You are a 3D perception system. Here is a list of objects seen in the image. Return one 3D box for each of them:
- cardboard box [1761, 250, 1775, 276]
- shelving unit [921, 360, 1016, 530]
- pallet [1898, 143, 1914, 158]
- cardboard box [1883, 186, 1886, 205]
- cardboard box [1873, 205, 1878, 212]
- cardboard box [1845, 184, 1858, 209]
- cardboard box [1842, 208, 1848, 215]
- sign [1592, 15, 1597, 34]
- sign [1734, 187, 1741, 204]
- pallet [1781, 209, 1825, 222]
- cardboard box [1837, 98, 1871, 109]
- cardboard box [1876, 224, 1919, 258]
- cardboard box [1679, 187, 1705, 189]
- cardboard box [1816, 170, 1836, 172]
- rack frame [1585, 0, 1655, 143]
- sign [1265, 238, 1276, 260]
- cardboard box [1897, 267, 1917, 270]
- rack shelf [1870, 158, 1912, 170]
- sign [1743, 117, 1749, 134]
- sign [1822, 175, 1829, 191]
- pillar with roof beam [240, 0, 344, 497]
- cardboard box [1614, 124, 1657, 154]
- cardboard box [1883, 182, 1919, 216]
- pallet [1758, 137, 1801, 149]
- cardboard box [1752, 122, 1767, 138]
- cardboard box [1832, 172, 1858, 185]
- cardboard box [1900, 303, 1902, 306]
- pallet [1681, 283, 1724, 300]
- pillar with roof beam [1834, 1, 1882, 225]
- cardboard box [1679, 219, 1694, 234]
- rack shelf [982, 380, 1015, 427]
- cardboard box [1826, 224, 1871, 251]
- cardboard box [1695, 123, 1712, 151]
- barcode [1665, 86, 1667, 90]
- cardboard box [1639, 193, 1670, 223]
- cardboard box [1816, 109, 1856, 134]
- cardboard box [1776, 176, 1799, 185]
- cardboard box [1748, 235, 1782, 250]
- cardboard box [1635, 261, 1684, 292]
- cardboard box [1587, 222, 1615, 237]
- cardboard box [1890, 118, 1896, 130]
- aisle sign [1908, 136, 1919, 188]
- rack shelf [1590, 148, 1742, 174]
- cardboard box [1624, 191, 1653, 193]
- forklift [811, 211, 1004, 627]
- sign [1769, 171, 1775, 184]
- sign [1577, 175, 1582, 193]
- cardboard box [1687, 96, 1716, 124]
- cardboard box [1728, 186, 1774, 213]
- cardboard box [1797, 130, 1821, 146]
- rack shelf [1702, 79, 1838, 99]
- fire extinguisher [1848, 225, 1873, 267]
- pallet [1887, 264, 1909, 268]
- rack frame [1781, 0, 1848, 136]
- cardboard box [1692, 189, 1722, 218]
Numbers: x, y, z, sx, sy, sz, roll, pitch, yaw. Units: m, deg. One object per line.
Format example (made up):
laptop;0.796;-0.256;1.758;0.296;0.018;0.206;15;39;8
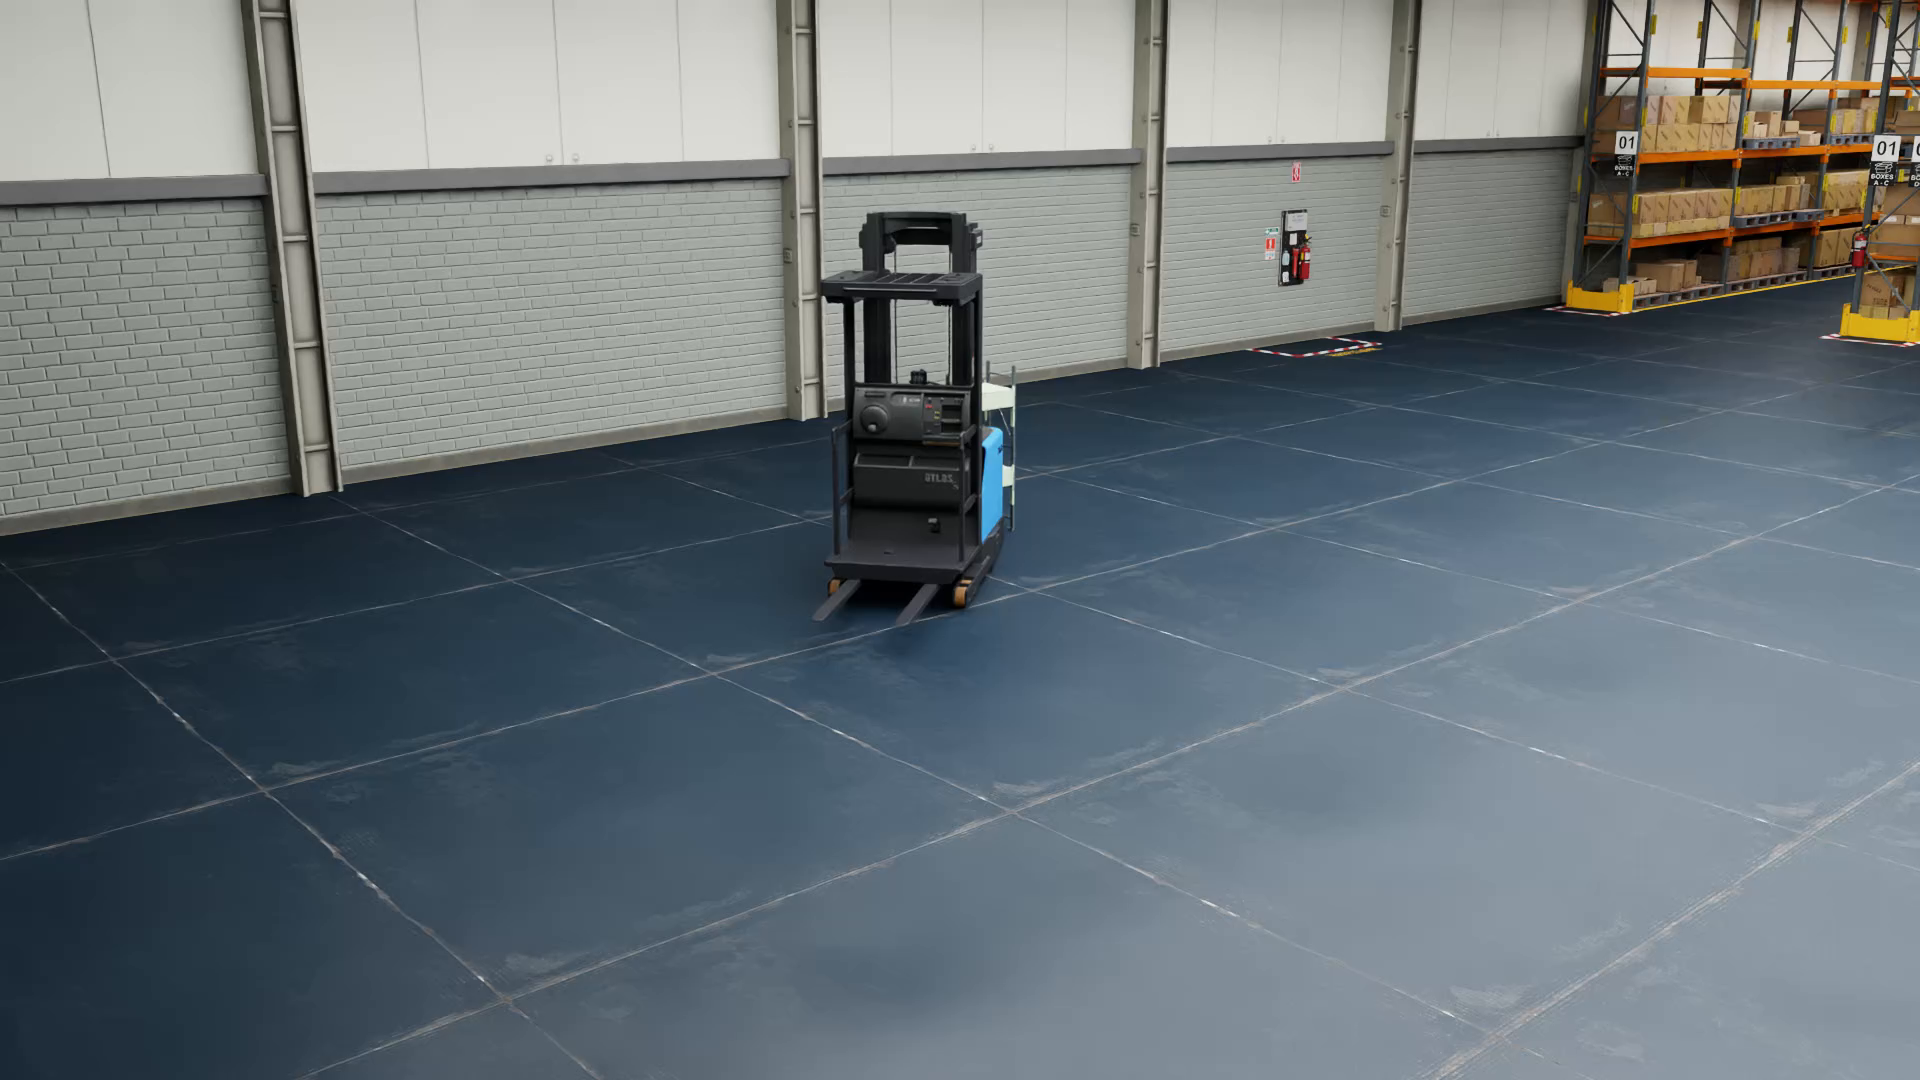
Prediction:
cardboard box;16.455;-5.786;34.592;0.500;0.500;0.700;-13;20;-40
shelving unit;0.076;-0.796;14.823;0.755;1.500;0.431;-11;19;-36
pallet;15.555;-6.270;26.770;1.213;0.211;1.003;-13;19;-39
cardboard box;20.620;-7.820;37.405;0.500;0.500;0.500;-13;20;-40
cardboard box;20.173;-7.383;37.025;0.250;0.149;0.380;-13;19;-39
cardboard box;19.096;-7.473;36.105;0.500;0.500;0.500;-13;20;-40
cardboard box;19.138;-7.190;36.304;0.250;0.149;0.380;-12;19;-39
sign;11.401;-9.250;29.827;0.005;0.325;0.100;-13;19;-39
sign;15.130;-6.704;32.359;0.005;0.325;0.100;-13;19;-39
pallet;17.318;-6.834;34.893;1.003;0.211;1.213;-13;19;-39
cardboard box;19.646;-9.598;36.558;0.500;0.250;0.500;-13;20;-41
cardboard box;15.366;-4.874;26.990;0.500;0.500;0.700;-13;19;-39
cardboard box;14.276;-6.651;32.635;0.500;0.500;0.500;-13;20;-41
cardboard box;19.123;-8.019;36.696;0.500;0.250;0.500;-13;20;-41
rack frame;11.750;-8.611;29.550;0.127;3.000;1.000;-13;19;-39
sign;4.810;-4.516;25.774;0.234;0.329;0.001;-13;19;-39
cardboard box;16.337;-4.391;28.438;0.500;0.500;0.500;-13;19;-39
rack shelf;16.514;-6.189;27.691;4.000;0.370;1.077;-13;19;-39
sign;15.130;-7.985;32.017;0.005;0.325;0.100;-13;19;-39
sign;18.149;-7.485;34.869;0.005;0.325;0.100;-13;19;-39
pillar with roof beam;-3.569;-3.994;12.266;0.400;9.000;9.100;-13;19;-39
cardboard box;12.167;-7.228;29.952;0.500;0.500;0.500;-12;19;-38
cardboard box;15.405;-5.510;26.857;0.500;0.500;0.700;-13;19;-39
pallet;16.084;-8.009;33.472;1.003;0.211;1.213;-13;19;-39
cardboard box;15.697;-8.181;33.111;0.500;0.311;0.500;-12;19;-38
cardboard box;19.077;-7.835;36.009;0.500;0.250;0.500;-12;19;-39
cardboard box;15.585;-3.859;27.898;0.500;0.250;0.500;-13;19;-39
pallet;14.284;-4.922;32.769;1.213;0.211;1.003;-13;19;-39
pillar with roof beam;23.589;-10.093;35.098;0.400;9.000;9.100;-13;19;-39
cardboard box;13.480;-5.932;31.397;0.500;0.250;0.500;-12;19;-39
rack shelf;0.076;-1.173;14.723;0.720;0.370;0.431;-11;19;-36
cardboard box;19.729;-6.623;37.085;0.750;0.750;0.750;-12;19;-38
cardboard box;13.766;-7.579;31.268;0.500;0.500;0.500;-14;20;-41
barcode;13.437;-8.606;31.661;0.075;0.075;0.001;-13;19;-39
cardboard box;12.687;-6.116;30.634;0.500;0.500;0.500;-13;19;-39
cardboard box;18.905;-9.063;36.007;0.500;0.500;0.700;-11;19;-37
cardboard box;17.312;-7.521;34.789;0.380;0.149;0.250;12;19;38
cardboard box;16.805;-6.219;34.757;0.500;0.250;0.500;-12;19;-38
cardboard box;13.348;-5.028;31.754;0.500;0.500;0.700;-14;21;-43
cardboard box;11.976;-5.767;30.779;0.500;0.250;0.500;-12;19;-39
cardboard box;21.497;-9.439;37.746;0.500;0.250;0.500;-13;20;-40
aisle sign;15.157;-5.934;26.116;0.004;0.787;0.394;-13;19;-39
rack shelf;13.259;-7.153;31.299;4.000;0.370;1.077;-13;19;-39
cardboard box;12.740;-6.305;31.341;0.500;0.500;0.500;-13;20;-41
forklift;-0.417;-0.998;12.806;1.130;2.935;3.031;3;15;11
sign;17.419;-7.735;35.651;0.005;0.325;0.100;-13;19;-39
sign;11.401;-6.536;30.552;0.005;0.325;0.100;-13;19;-39
cardboard box;13.774;-8.058;31.120;0.500;0.500;0.500;-14;20;-41
cardboard box;16.077;-6.942;33.879;0.500;0.500;0.700;-10;18;-32
cardboard box;17.420;-8.309;34.367;0.500;0.311;0.500;-13;19;-39
rack shelf;16.277;-9.087;33.500;4.000;0.370;1.077;-13;19;-39
fire extinguisher;14.611;-4.782;26.990;0.183;0.674;0.296;-13;19;-39
pallet;21.428;-6.512;38.720;1.213;0.211;1.003;-13;19;-39
rack frame;17.785;-9.966;34.624;0.127;3.000;1.000;-13;19;-39
cardboard box;14.242;-6.464;31.935;0.500;0.500;0.500;-13;20;-40
